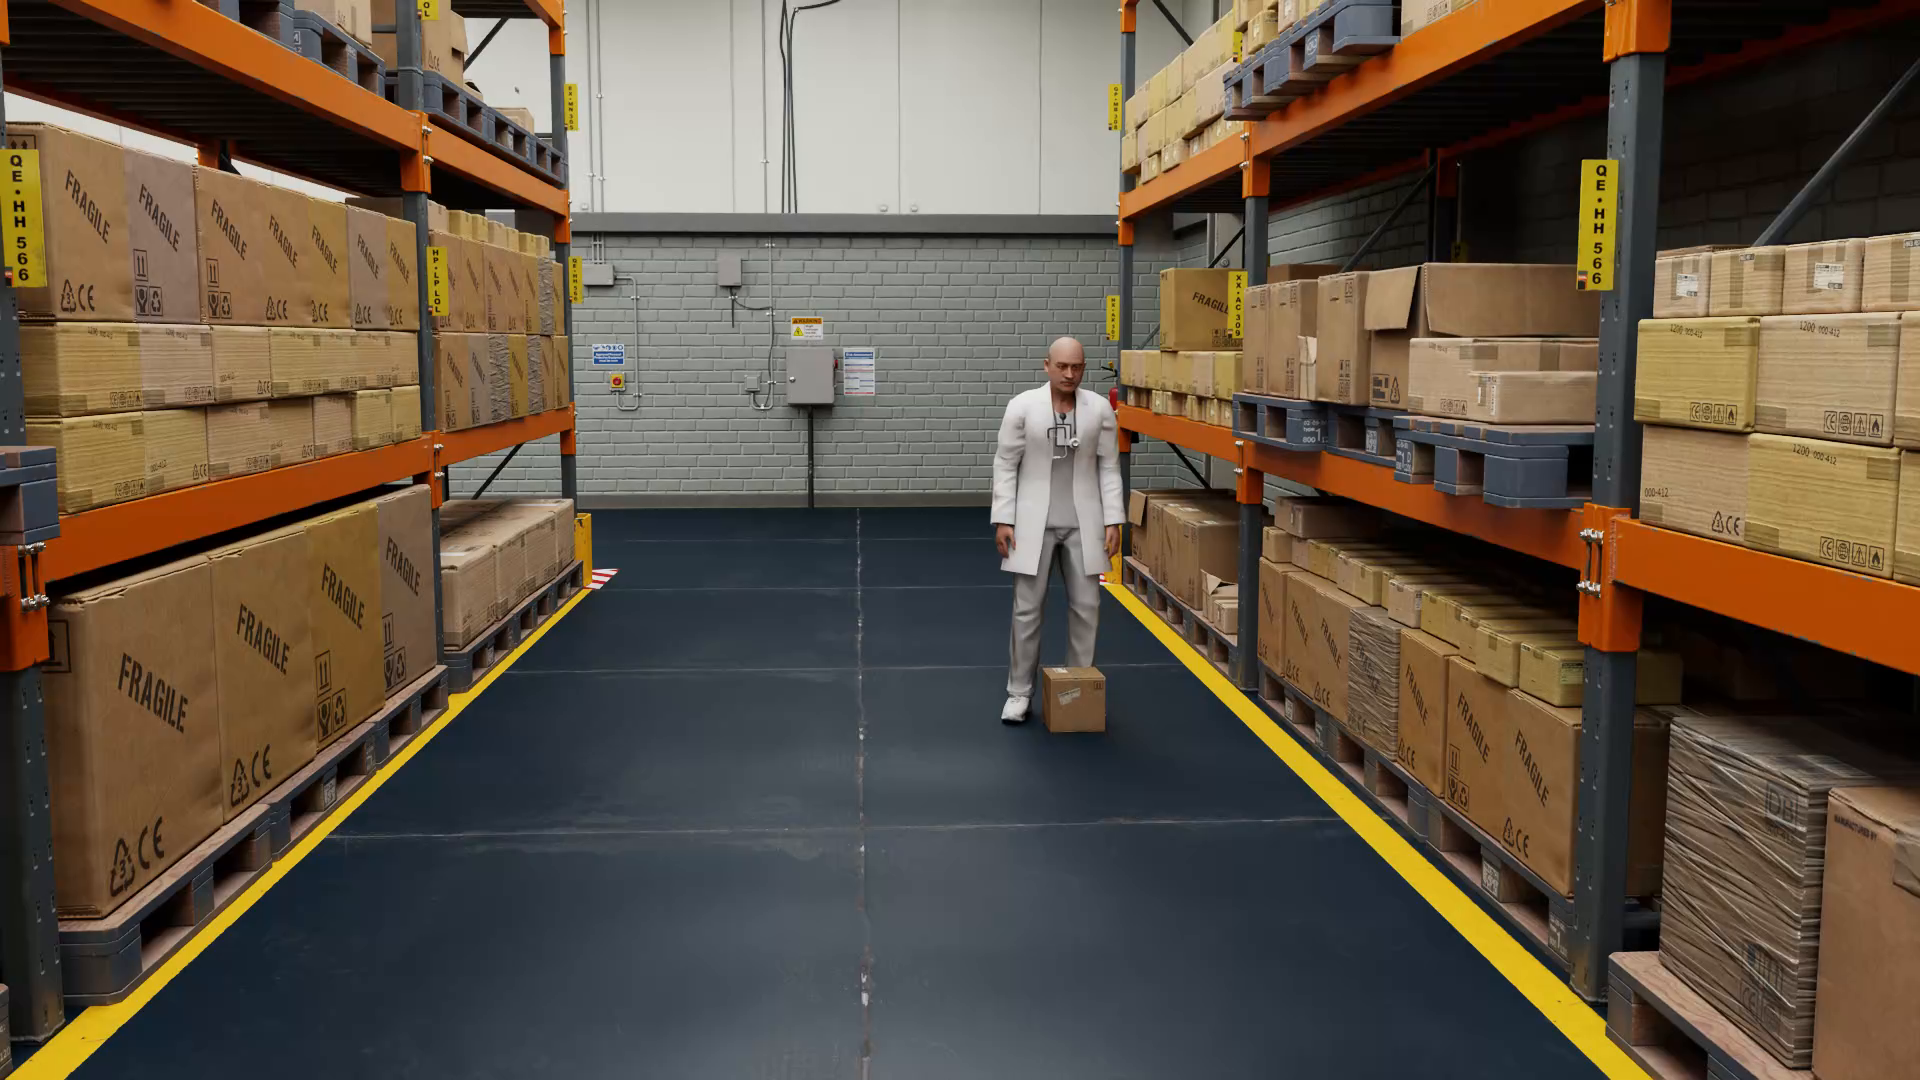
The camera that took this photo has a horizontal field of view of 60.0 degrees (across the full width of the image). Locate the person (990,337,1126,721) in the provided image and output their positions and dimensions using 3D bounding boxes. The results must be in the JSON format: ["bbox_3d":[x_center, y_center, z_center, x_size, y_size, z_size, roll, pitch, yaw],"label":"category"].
[{"bbox_3d":[0.459,-0.055,7.769,0.640,1.773,0.427,-1,7,-6],"label":"person"}]
